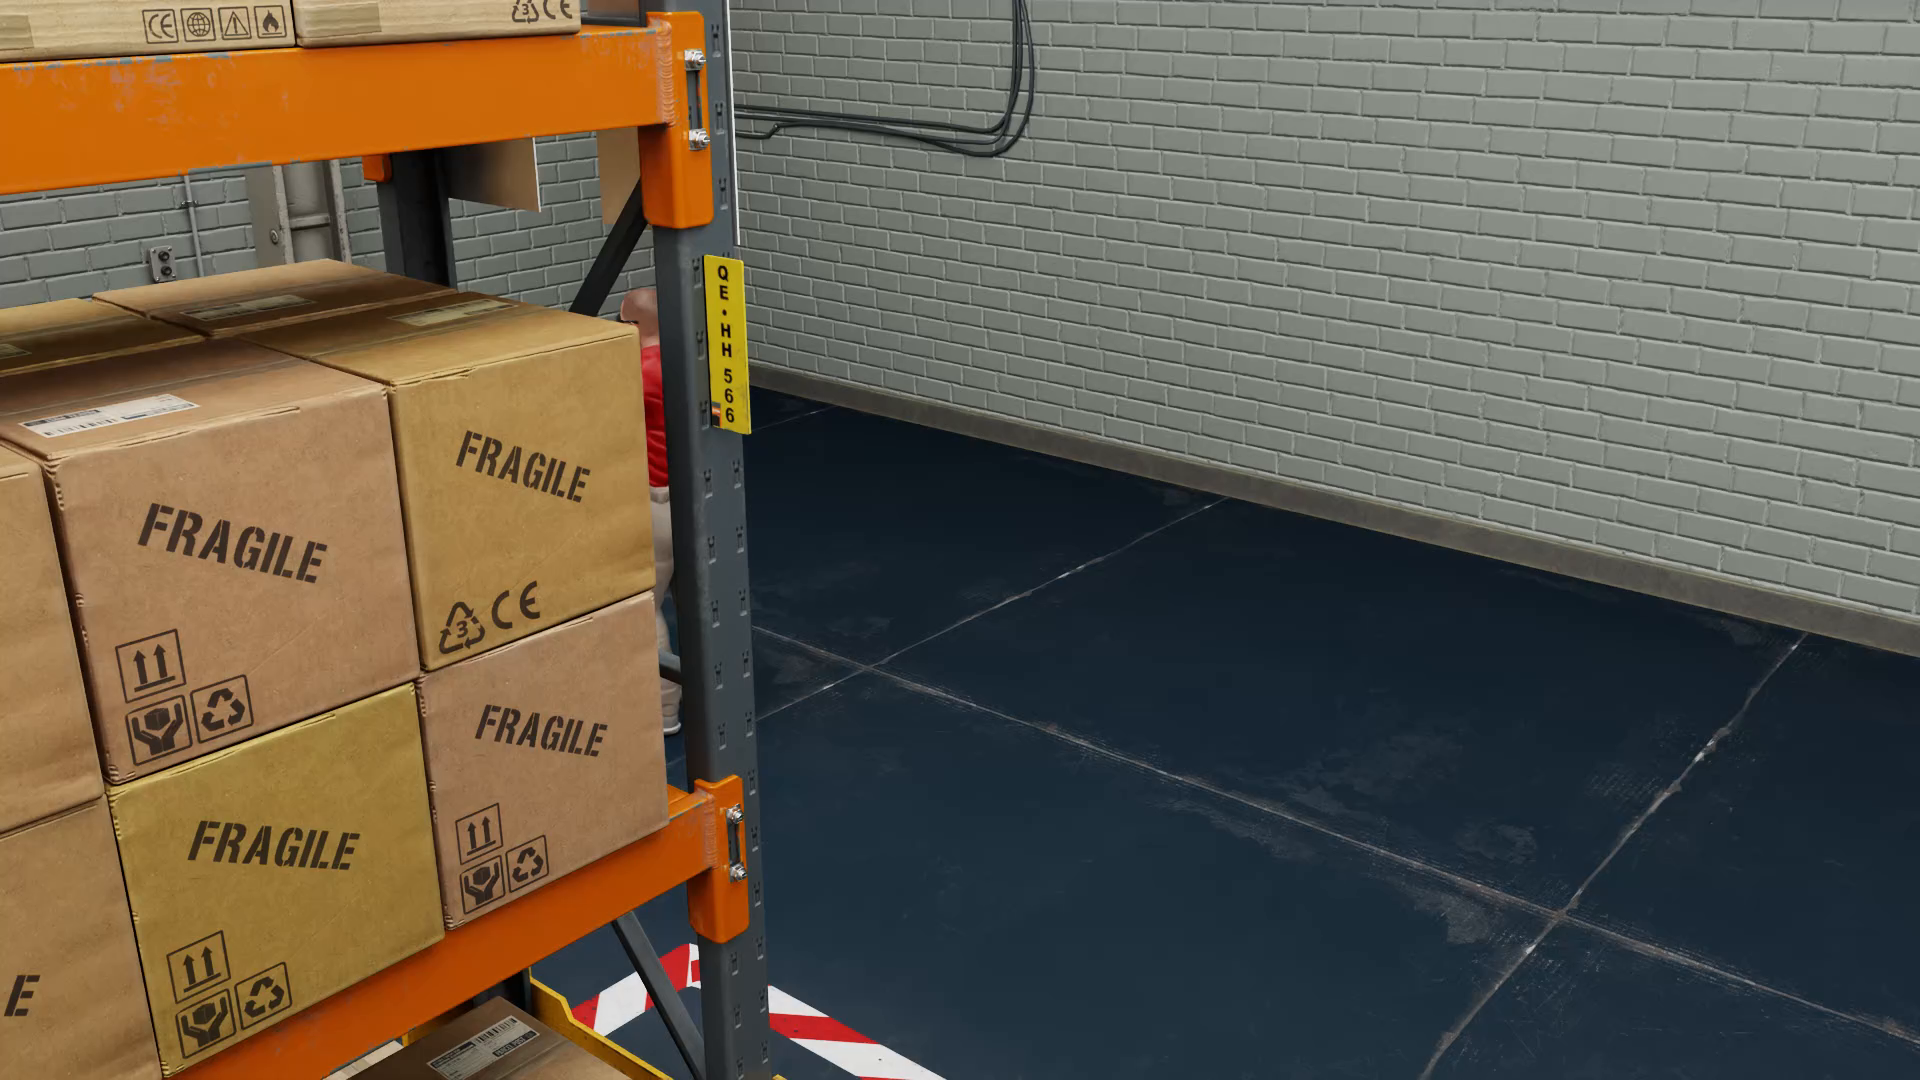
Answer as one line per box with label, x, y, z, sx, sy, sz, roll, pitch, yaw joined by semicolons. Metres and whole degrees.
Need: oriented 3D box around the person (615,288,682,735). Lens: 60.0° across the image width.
person;-1.150;-0.111;6.388;0.405;1.733;0.547;15;25;35
